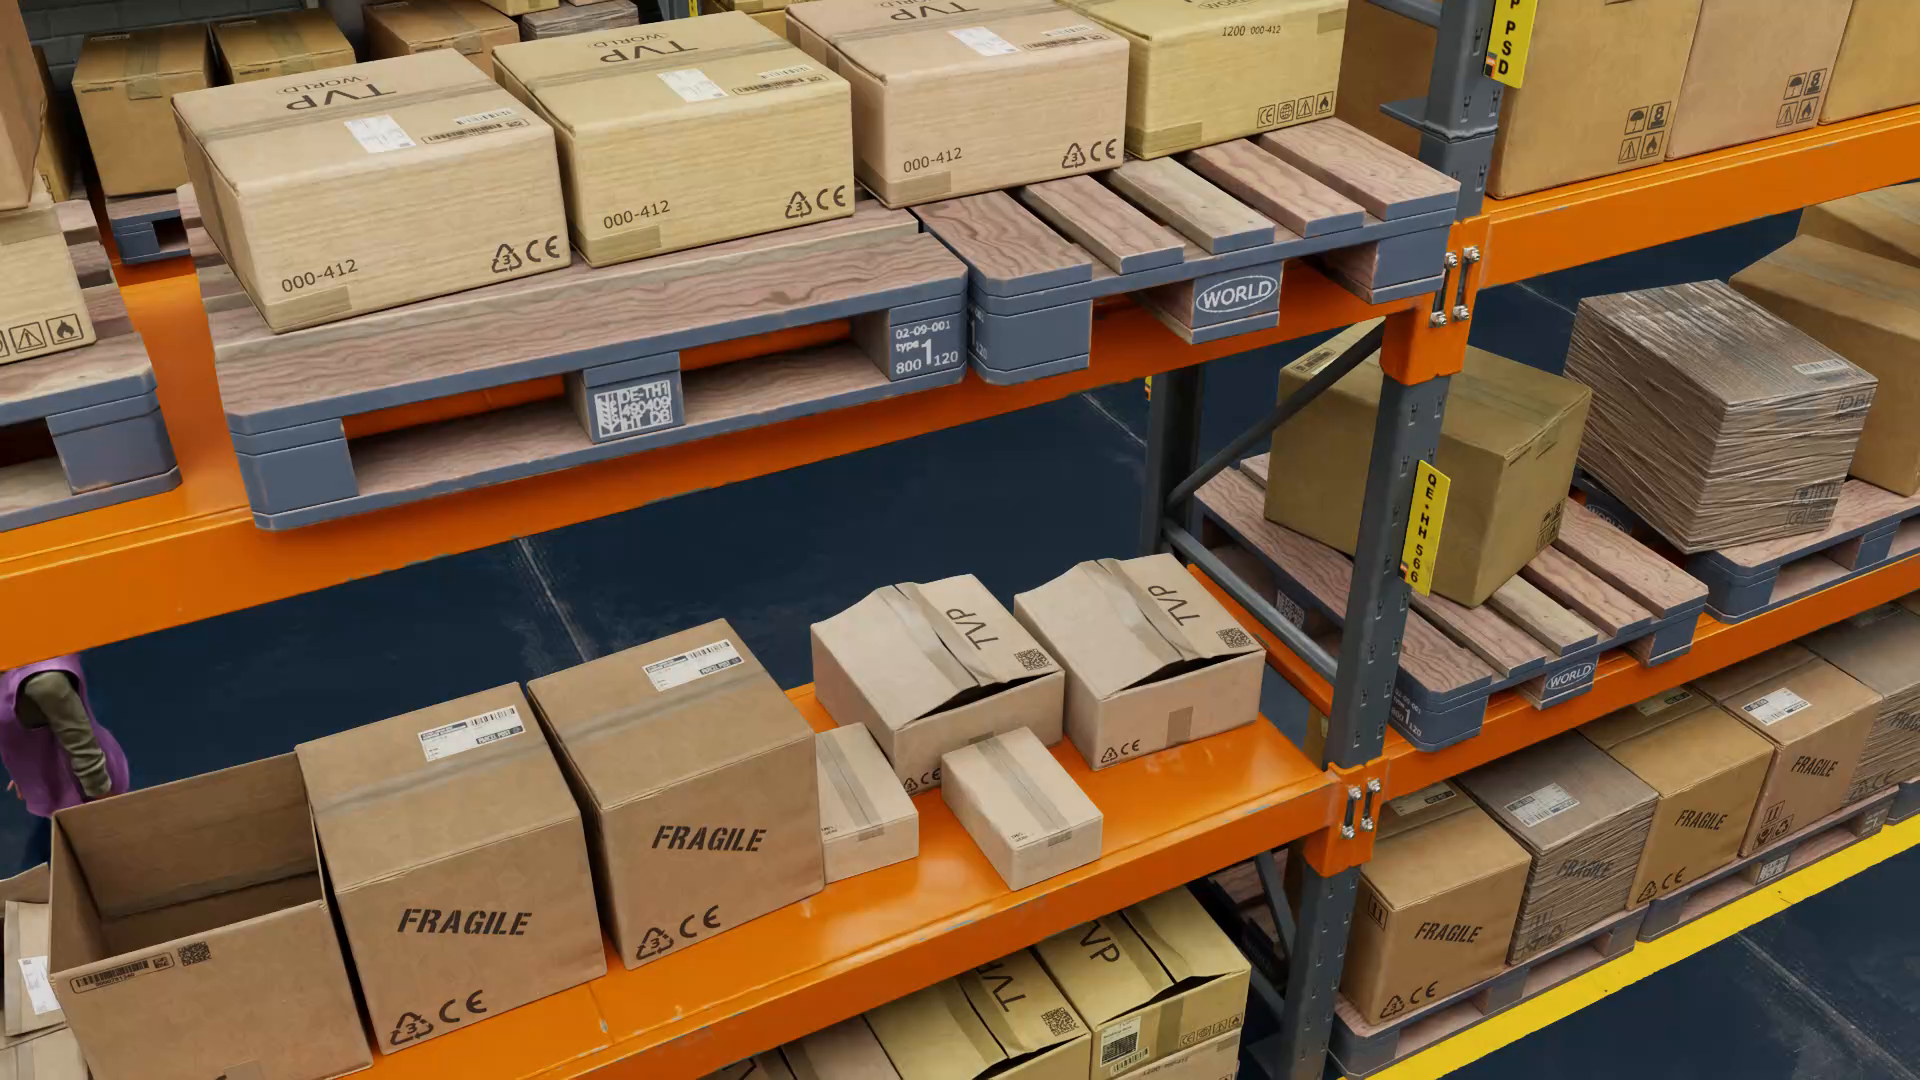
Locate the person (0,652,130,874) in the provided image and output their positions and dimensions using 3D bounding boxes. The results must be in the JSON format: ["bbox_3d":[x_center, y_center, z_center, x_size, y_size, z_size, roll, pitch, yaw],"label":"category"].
[{"bbox_3d":[-2.669,0.773,4.967,0.440,1.626,0.427,-16,37,-23],"label":"person"}]
